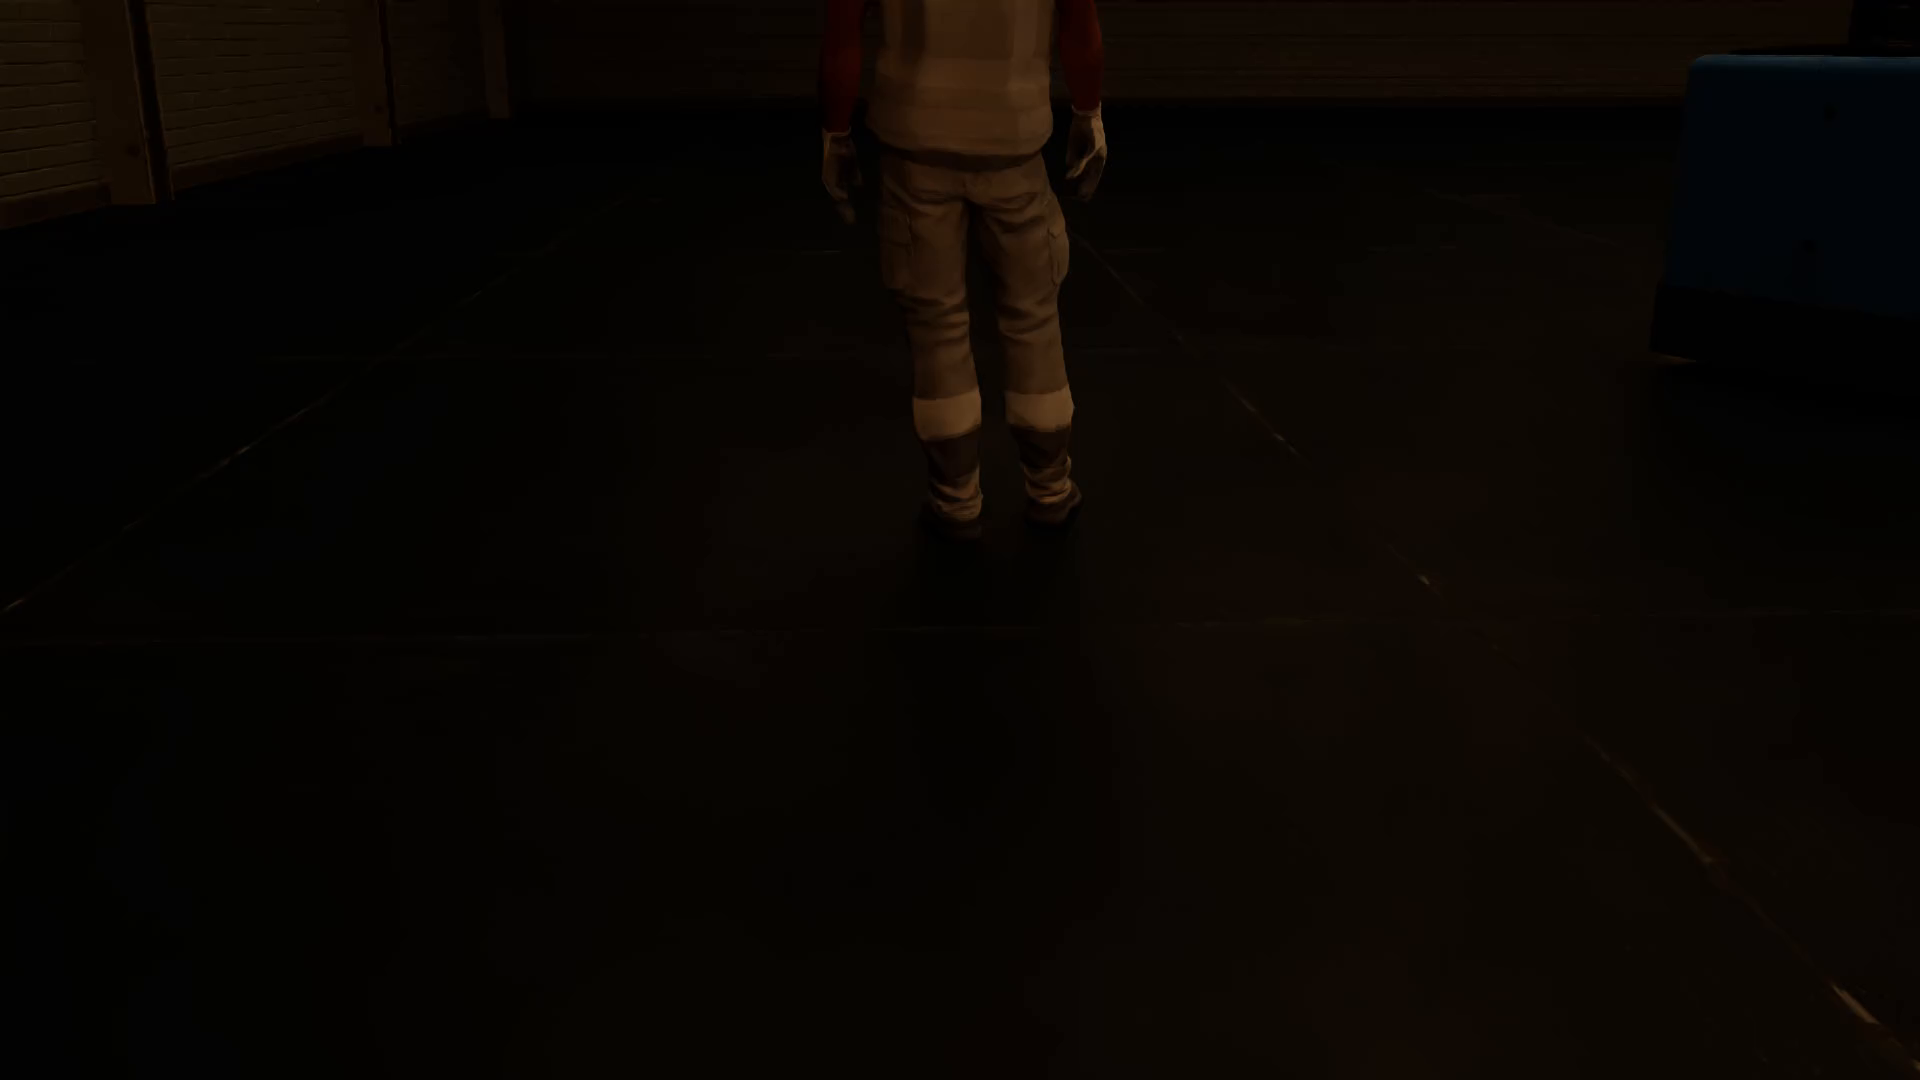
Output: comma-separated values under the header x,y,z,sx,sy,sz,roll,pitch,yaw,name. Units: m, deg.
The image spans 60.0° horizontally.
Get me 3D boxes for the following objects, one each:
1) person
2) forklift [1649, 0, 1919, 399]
x,y,z,sx,sy,sz,roll,pitch,yaw,name
0.007,-0.886,3.732,0.637,1.787,0.563,-1,17,-3,person
3.957,-2.108,5.799,3.031,2.935,1.130,-10,20,-30,forklift
